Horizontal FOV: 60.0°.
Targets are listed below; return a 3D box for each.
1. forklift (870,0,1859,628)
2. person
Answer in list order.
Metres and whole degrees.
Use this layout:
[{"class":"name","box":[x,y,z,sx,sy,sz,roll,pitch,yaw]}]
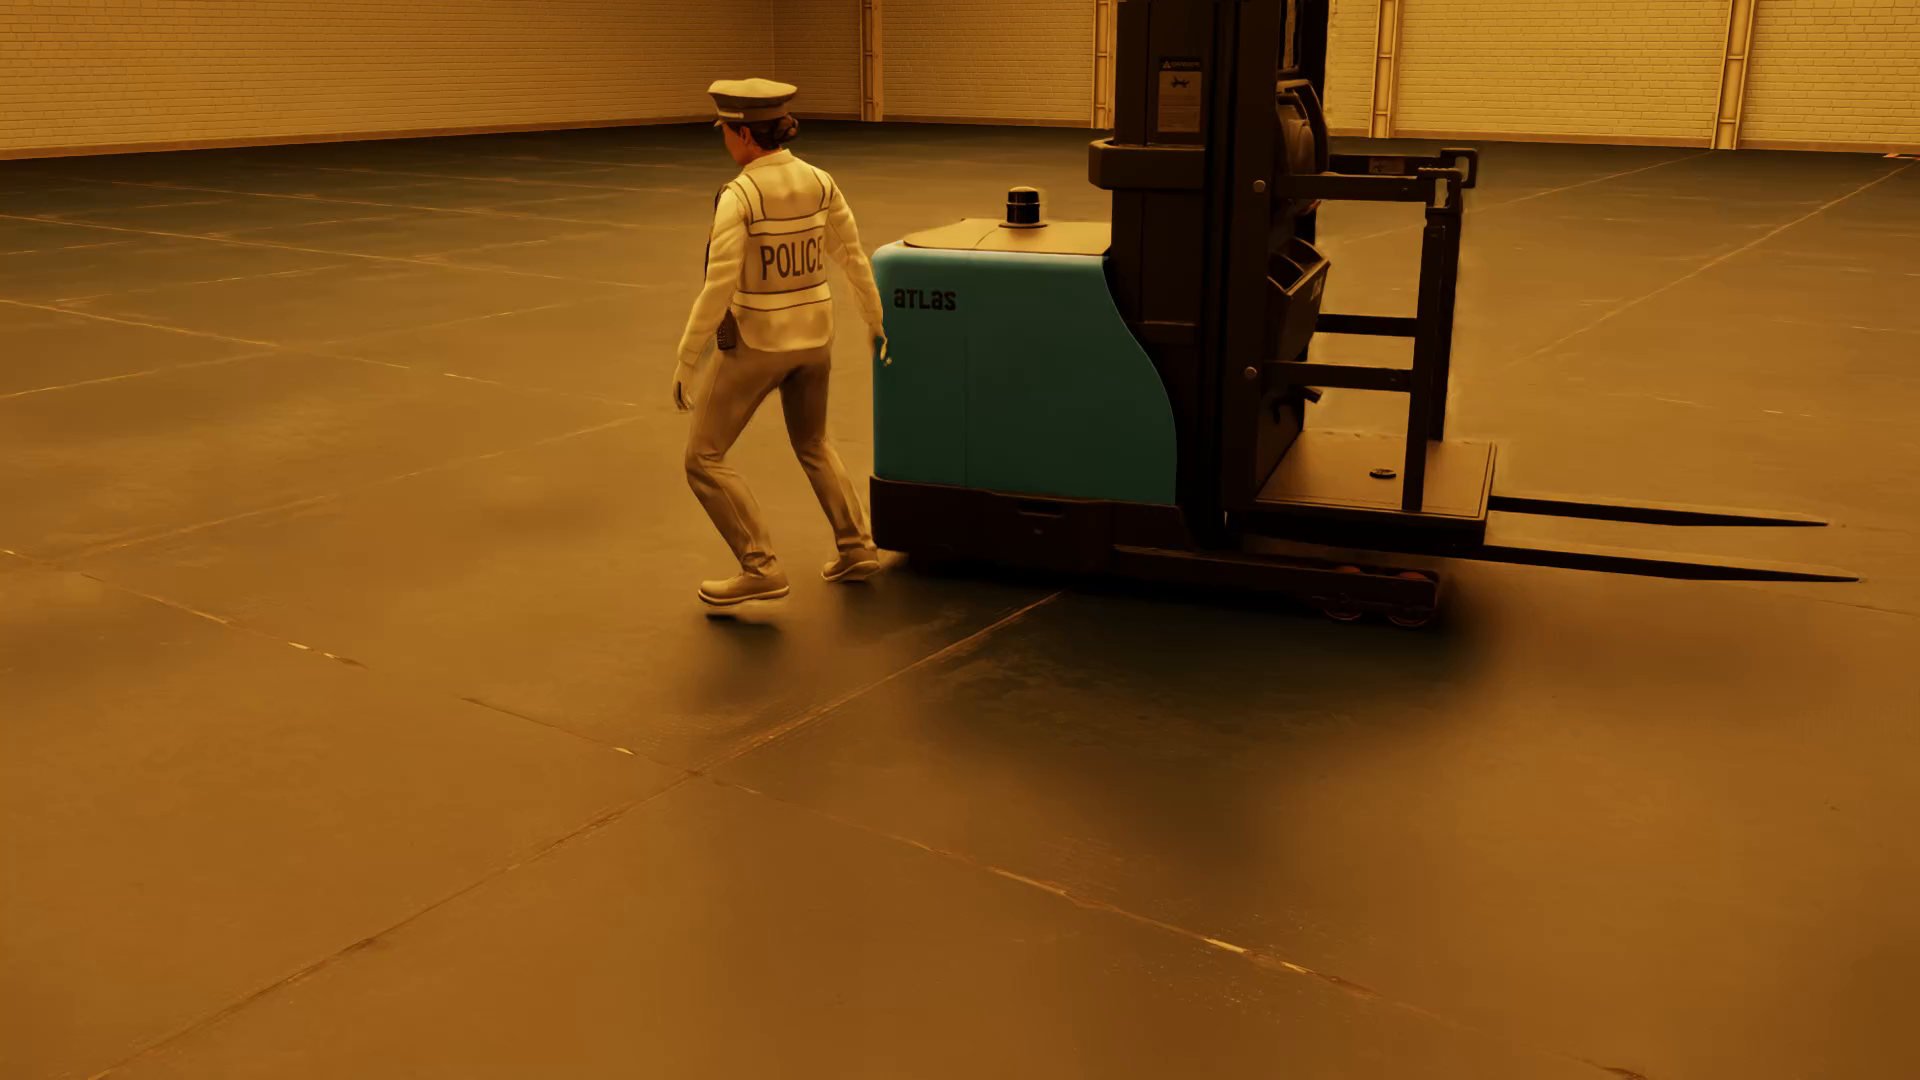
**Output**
[{"class":"forklift","box":[1.269,-1.309,5.211,3.031,2.935,1.130,6,18,18]},{"class":"person","box":[-0.528,-0.604,5.195,0.789,1.622,0.392,-15,22,-41]}]
